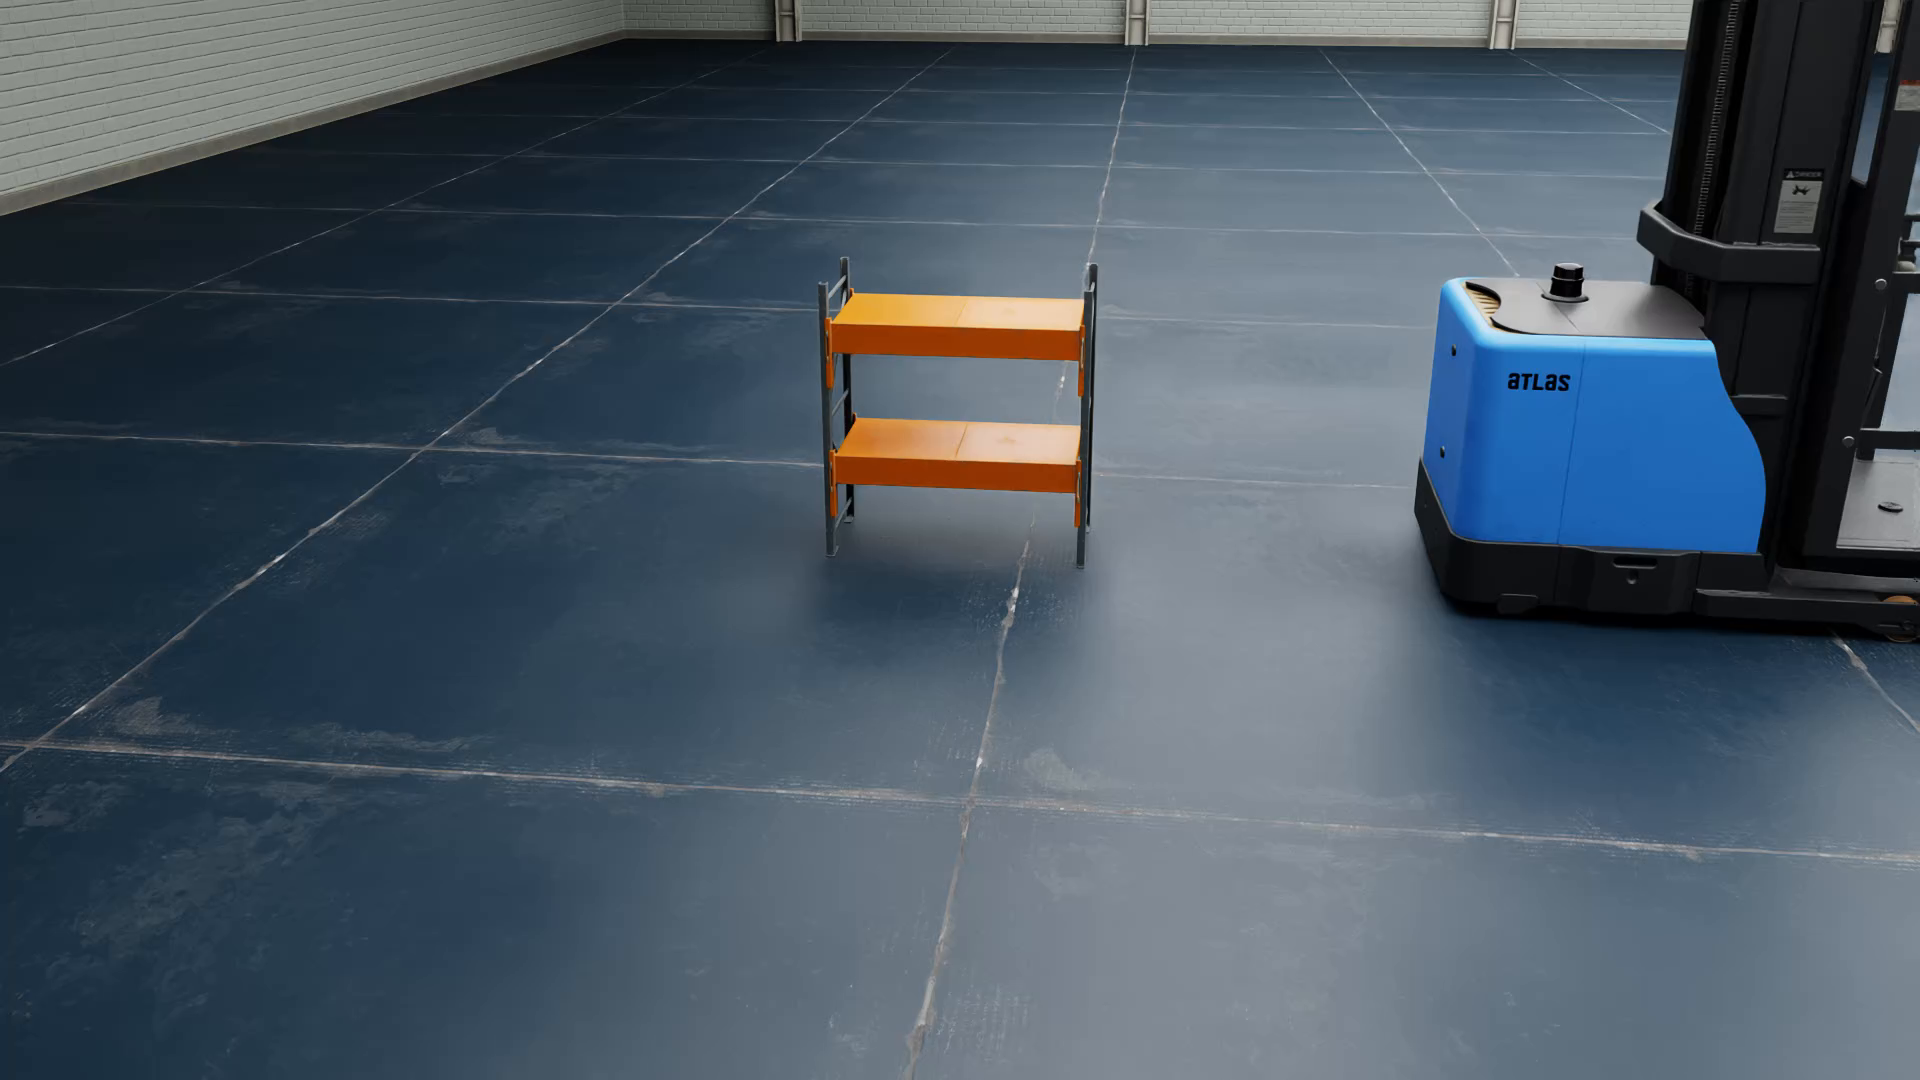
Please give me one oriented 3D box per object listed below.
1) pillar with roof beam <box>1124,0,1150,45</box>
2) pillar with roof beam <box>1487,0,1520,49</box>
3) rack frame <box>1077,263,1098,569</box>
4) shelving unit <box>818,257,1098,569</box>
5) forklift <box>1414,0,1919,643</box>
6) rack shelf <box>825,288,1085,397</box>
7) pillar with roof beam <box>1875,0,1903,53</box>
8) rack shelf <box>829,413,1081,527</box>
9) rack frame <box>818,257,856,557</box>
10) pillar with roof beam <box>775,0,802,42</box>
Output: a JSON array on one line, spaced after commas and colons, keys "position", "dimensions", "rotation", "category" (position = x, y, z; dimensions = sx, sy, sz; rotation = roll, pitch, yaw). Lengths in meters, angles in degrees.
[{"position": [2.489, -11.024, 22.584], "dimensions": [0.400, 9.000, 9.100], "rotation": [2, 22, 6], "category": "pillar with roof beam"}, {"position": [8.447, -10.764, 21.927], "dimensions": [0.400, 9.000, 9.100], "rotation": [2, 22, 6], "category": "pillar with roof beam"}, {"position": [0.512, -0.501, 6.677], "dimensions": [0.032, 1.125, 0.500], "rotation": [2, 22, 6], "category": "rack frame"}, {"position": [0.007, -0.523, 6.732], "dimensions": [1.048, 1.125, 0.538], "rotation": [2, 22, 6], "category": "shelving unit"}, {"position": [3.373, -1.192, 5.967], "dimensions": [3.031, 2.935, 1.130], "rotation": [3, 22, 7], "category": "forklift"}, {"position": [0.007, -0.795, 6.625], "dimensions": [1.000, 0.278, 0.538], "rotation": [2, 22, 6], "category": "rack shelf"}, {"position": [14.405, -10.504, 21.270], "dimensions": [0.400, 9.000, 9.100], "rotation": [2, 22, 6], "category": "pillar with roof beam"}, {"position": [0.007, -0.295, 6.822], "dimensions": [1.000, 0.278, 0.538], "rotation": [2, 22, 6], "category": "rack shelf"}, {"position": [-0.498, -0.545, 6.788], "dimensions": [0.032, 1.125, 0.500], "rotation": [2, 22, 6], "category": "rack frame"}, {"position": [-3.470, -11.283, 23.240], "dimensions": [0.400, 9.000, 9.100], "rotation": [2, 22, 6], "category": "pillar with roof beam"}]
